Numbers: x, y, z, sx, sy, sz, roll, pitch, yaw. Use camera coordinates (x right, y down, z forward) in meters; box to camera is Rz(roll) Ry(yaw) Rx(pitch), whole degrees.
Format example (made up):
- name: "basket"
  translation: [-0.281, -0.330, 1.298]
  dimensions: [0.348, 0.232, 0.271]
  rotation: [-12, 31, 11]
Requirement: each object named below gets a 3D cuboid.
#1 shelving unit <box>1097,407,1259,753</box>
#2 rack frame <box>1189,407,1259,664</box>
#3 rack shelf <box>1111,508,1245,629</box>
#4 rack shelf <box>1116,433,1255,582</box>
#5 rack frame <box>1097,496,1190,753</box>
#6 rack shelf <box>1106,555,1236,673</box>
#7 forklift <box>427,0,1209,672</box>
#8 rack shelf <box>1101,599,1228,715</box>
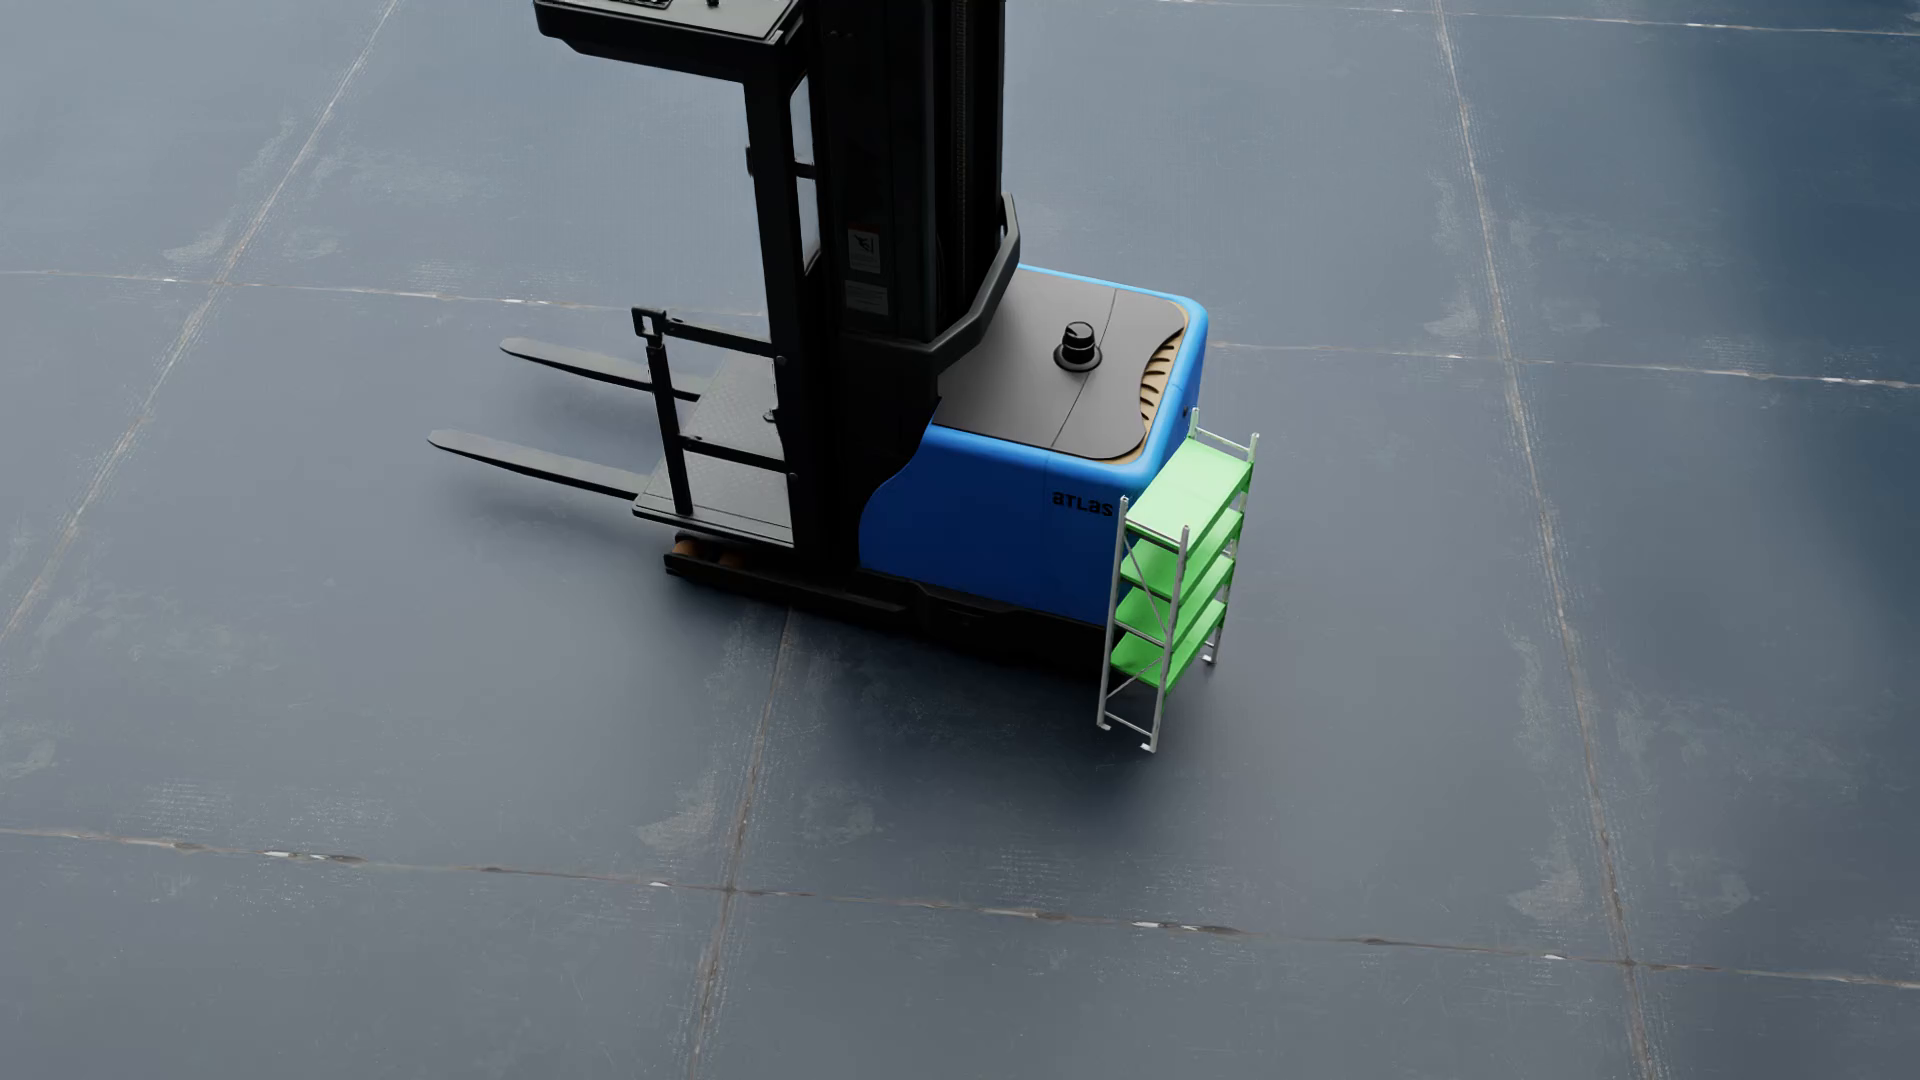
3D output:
- name: "shelving unit"
  translation: [0.742, 0.167, 5.783]
  dimensions: [0.258, 1.200, 0.503]
  rotation: [26, 52, 21]
- name: "rack frame"
  translation: [0.874, 0.016, 5.922]
  dimensions: [0.240, 1.200, 0.015]
  rotation: [26, 52, 21]
- name: "rack shelf"
  translation: [0.742, 0.049, 5.653]
  dimensions: [0.258, 0.148, 0.480]
  rotation: [26, 52, 21]
- name: "rack shelf"
  translation: [0.743, -0.113, 5.476]
  dimensions: [0.258, 0.148, 0.480]
  rotation: [26, 52, 21]
- name: "rack frame"
  translation: [0.610, 0.319, 5.645]
  dimensions: [0.240, 1.200, 0.015]
  rotation: [26, 52, 21]
- name: "rack shelf"
  translation: [0.742, 0.210, 5.831]
  dimensions: [0.258, 0.148, 0.480]
  rotation: [26, 52, 21]
- name: "forklift"
  translation: [-0.648, -1.141, 5.807]
  dimensions: [3.031, 2.935, 1.130]
  rotation: [13, 49, 12]
- name: "rack shelf"
  translation: [0.741, 0.372, 6.008]
  dimensions: [0.258, 0.148, 0.480]
  rotation: [26, 52, 21]
